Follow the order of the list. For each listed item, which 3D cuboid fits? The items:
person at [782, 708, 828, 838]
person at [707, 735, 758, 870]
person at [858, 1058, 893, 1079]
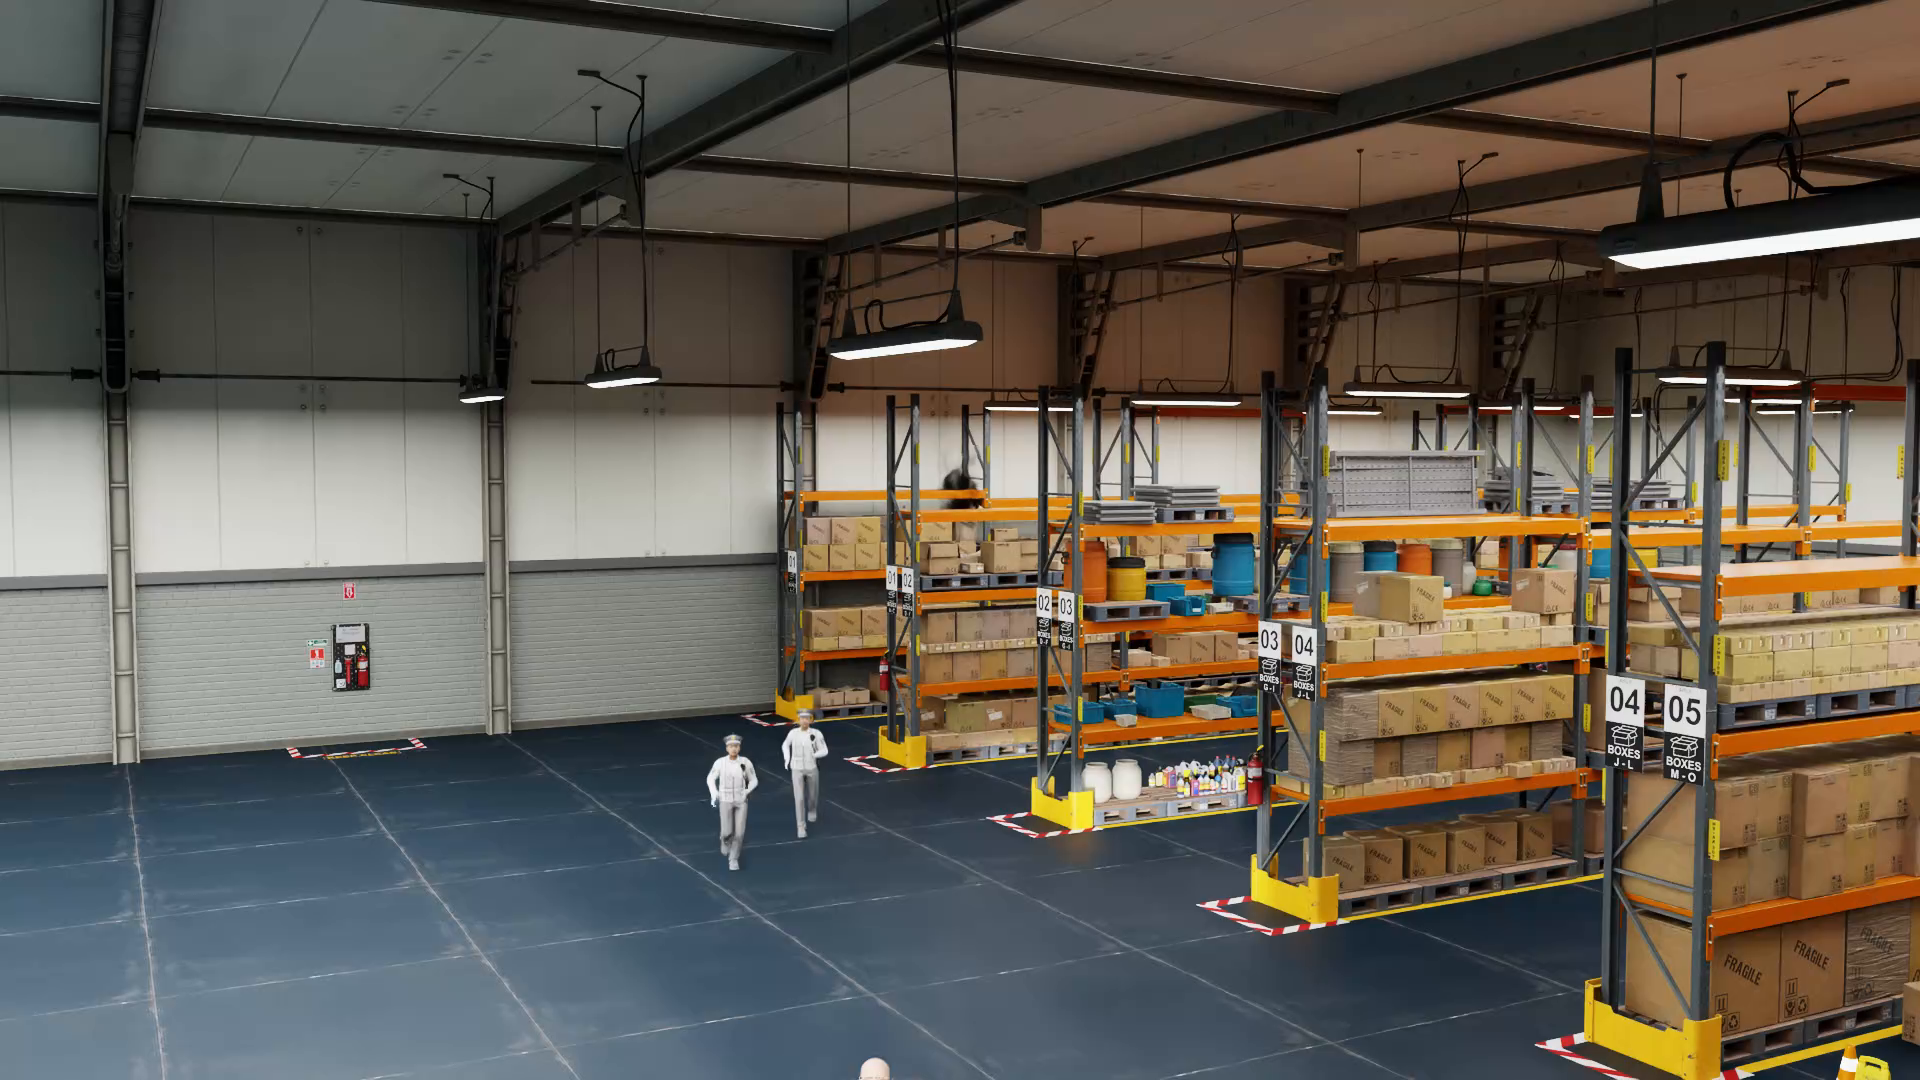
[{"bbox_3d":[-2.068,3.063,22.162,0.623,1.664,0.873,0,3,-3],"label":"person"},{"bbox_3d":[-2.770,3.194,20.314,0.614,1.654,0.549,-1,3,-11],"label":"person"},{"bbox_3d":[-0.475,3.772,9.299,0.711,1.754,0.808,0,3,0],"label":"person"}]
